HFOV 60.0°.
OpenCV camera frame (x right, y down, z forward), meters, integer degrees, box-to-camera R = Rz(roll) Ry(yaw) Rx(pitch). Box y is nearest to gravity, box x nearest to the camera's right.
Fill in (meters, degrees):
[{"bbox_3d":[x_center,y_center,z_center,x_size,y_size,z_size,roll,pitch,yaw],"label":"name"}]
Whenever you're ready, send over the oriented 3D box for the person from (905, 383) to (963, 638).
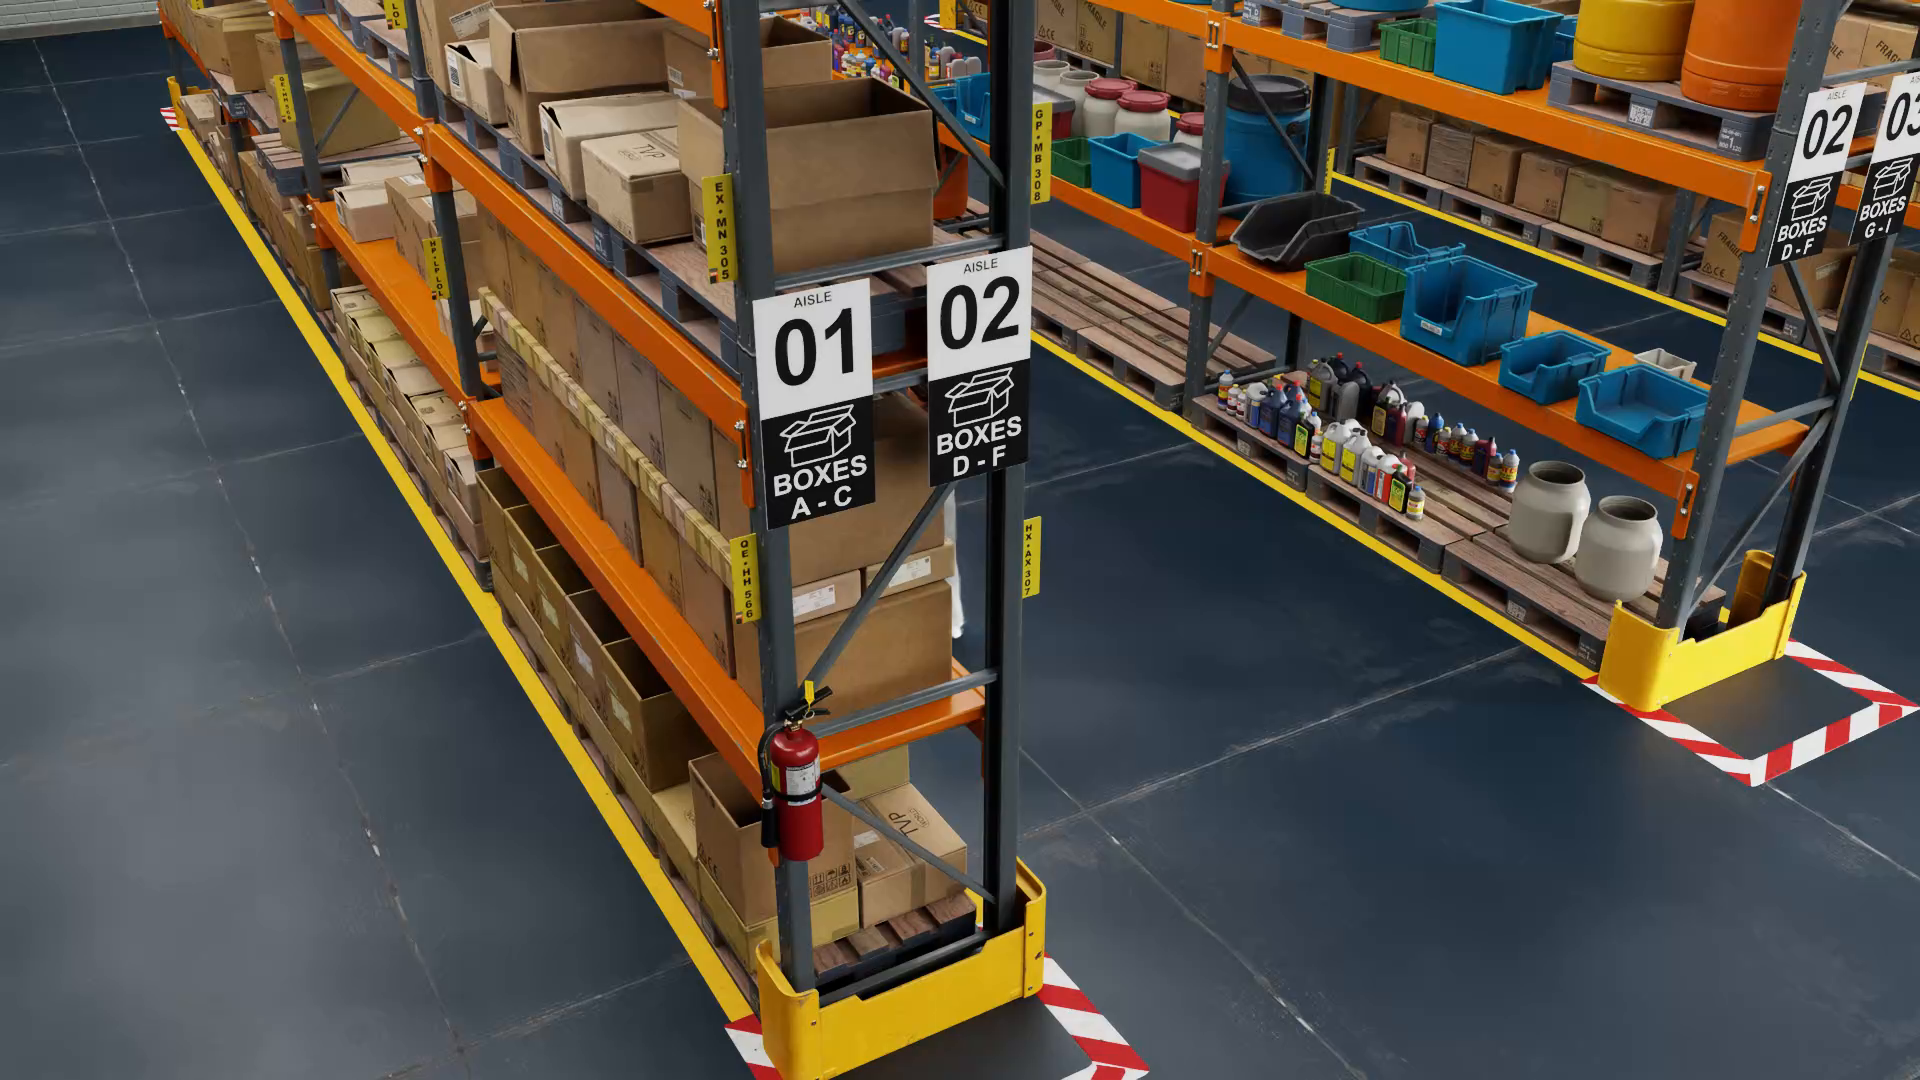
[{"bbox_3d":[-0.201,-0.196,8.921,0.438,1.675,0.346,-16,33,-26],"label":"person"}]
